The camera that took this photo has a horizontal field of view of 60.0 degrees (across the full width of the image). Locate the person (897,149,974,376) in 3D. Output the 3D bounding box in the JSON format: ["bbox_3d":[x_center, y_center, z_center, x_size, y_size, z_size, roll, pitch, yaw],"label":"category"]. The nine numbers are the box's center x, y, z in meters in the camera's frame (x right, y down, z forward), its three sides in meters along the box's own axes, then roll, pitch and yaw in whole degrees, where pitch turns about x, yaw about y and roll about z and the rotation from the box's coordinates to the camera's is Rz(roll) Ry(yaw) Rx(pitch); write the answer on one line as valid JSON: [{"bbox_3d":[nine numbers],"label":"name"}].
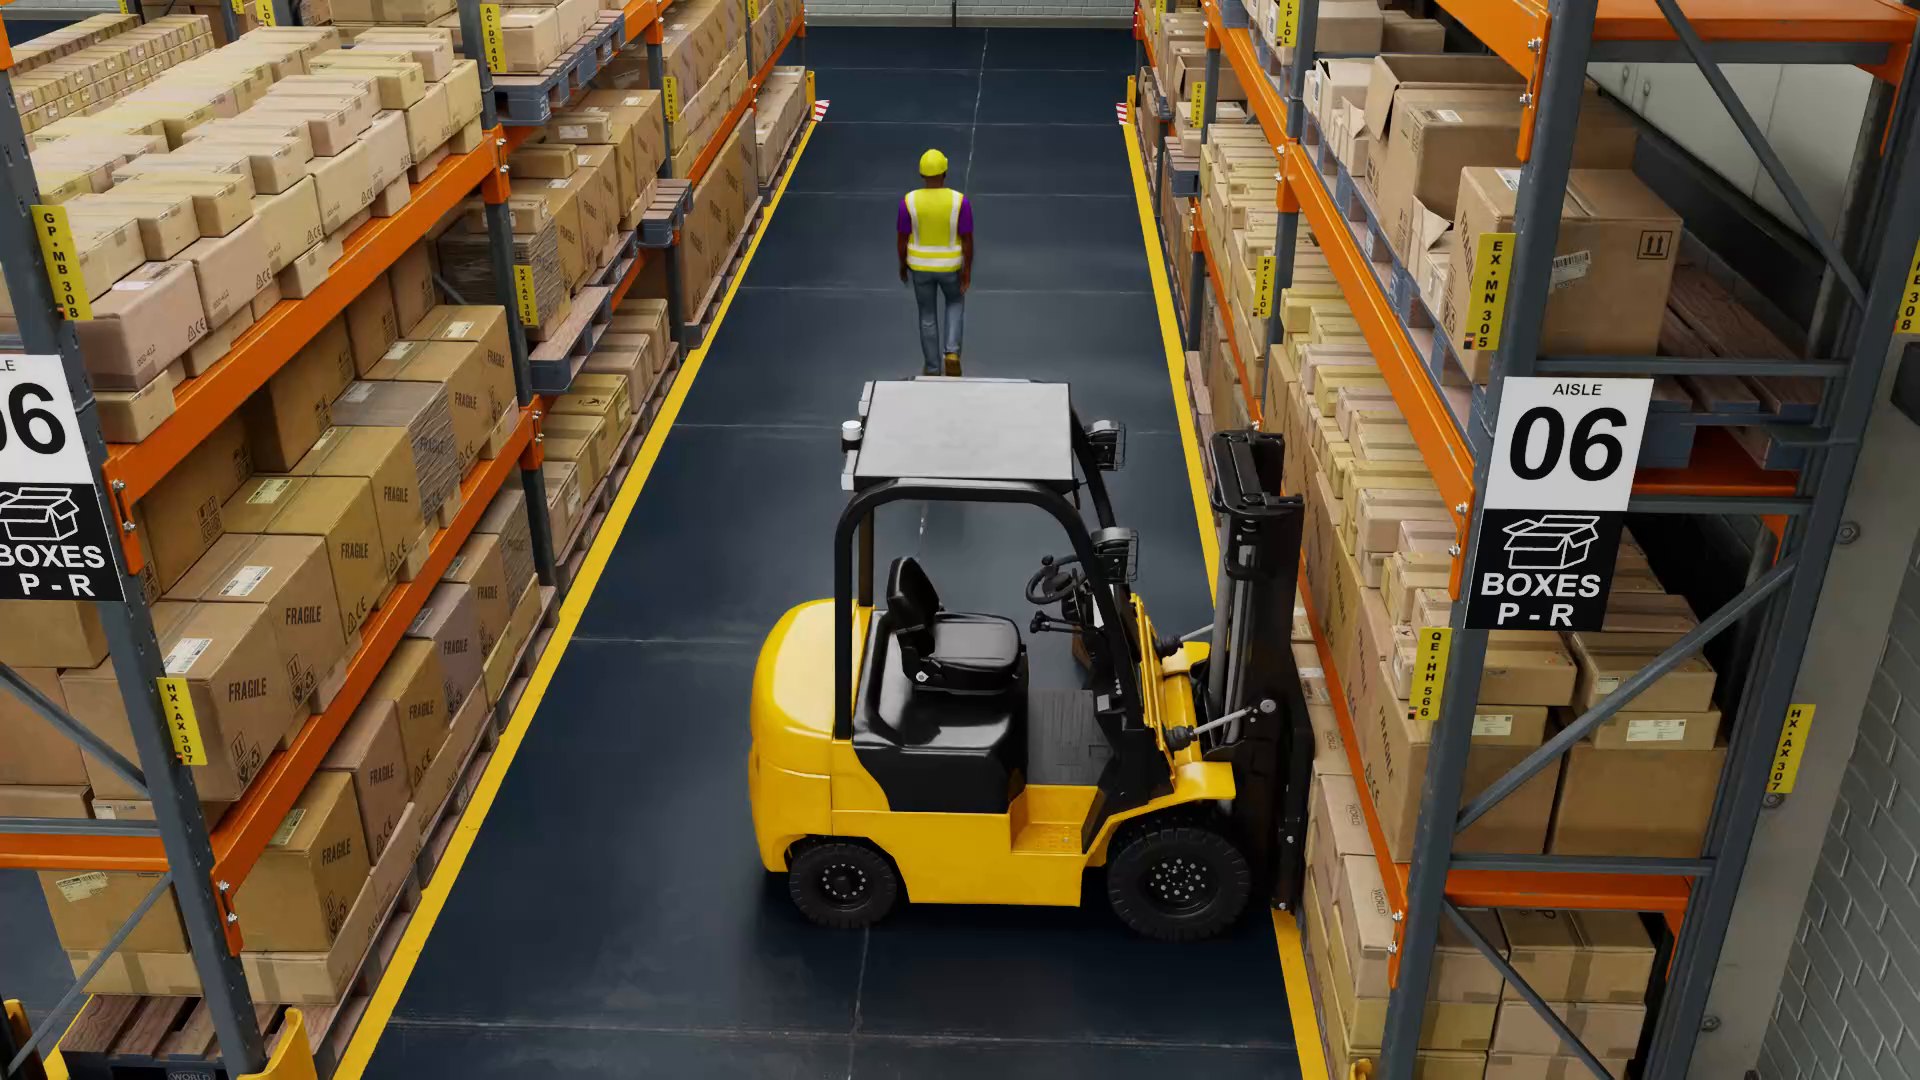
[{"bbox_3d":[-0.187,-2.061,12.475,0.565,1.784,0.456,-1,28,-2],"label":"person"}]
